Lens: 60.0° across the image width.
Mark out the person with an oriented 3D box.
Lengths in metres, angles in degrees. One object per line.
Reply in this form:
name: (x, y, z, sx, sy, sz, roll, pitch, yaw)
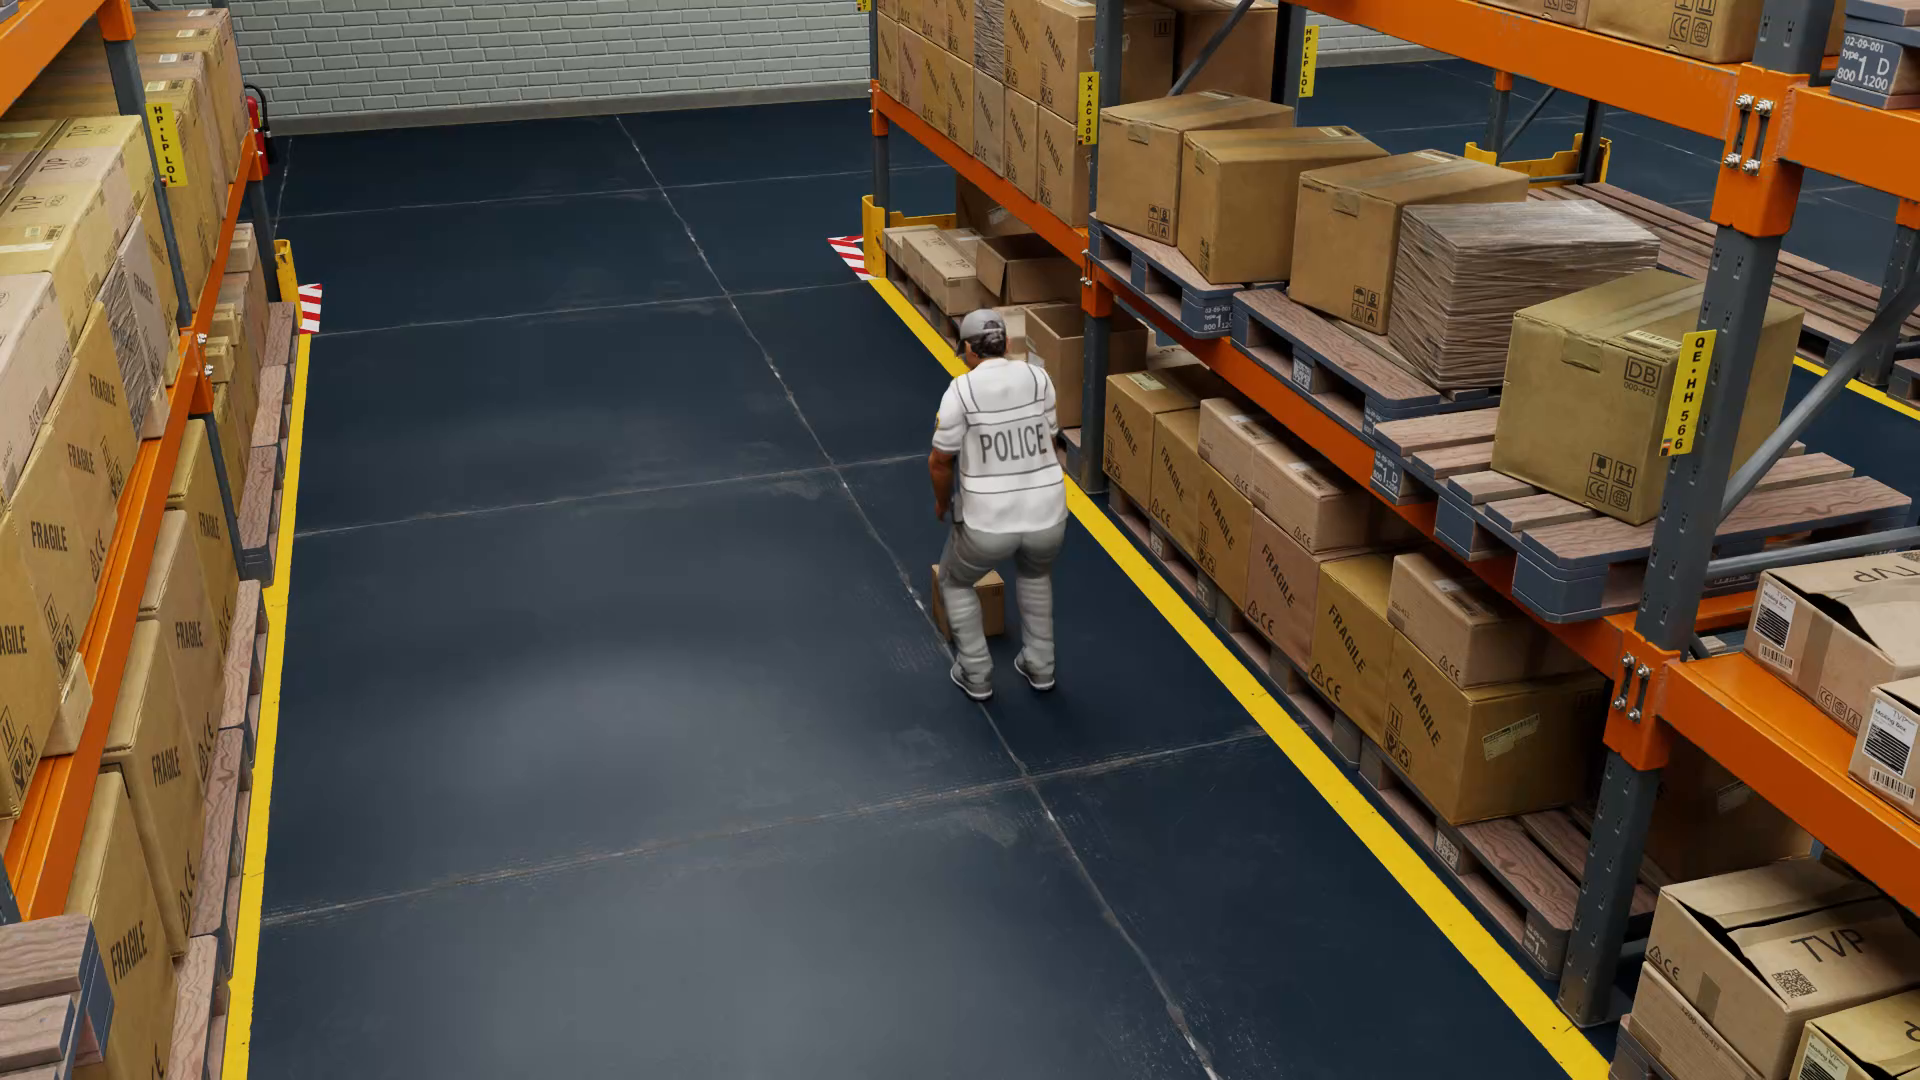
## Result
person: (0.137, -0.114, 6.495, 0.519, 1.541, 0.591, -7, 27, -14)
